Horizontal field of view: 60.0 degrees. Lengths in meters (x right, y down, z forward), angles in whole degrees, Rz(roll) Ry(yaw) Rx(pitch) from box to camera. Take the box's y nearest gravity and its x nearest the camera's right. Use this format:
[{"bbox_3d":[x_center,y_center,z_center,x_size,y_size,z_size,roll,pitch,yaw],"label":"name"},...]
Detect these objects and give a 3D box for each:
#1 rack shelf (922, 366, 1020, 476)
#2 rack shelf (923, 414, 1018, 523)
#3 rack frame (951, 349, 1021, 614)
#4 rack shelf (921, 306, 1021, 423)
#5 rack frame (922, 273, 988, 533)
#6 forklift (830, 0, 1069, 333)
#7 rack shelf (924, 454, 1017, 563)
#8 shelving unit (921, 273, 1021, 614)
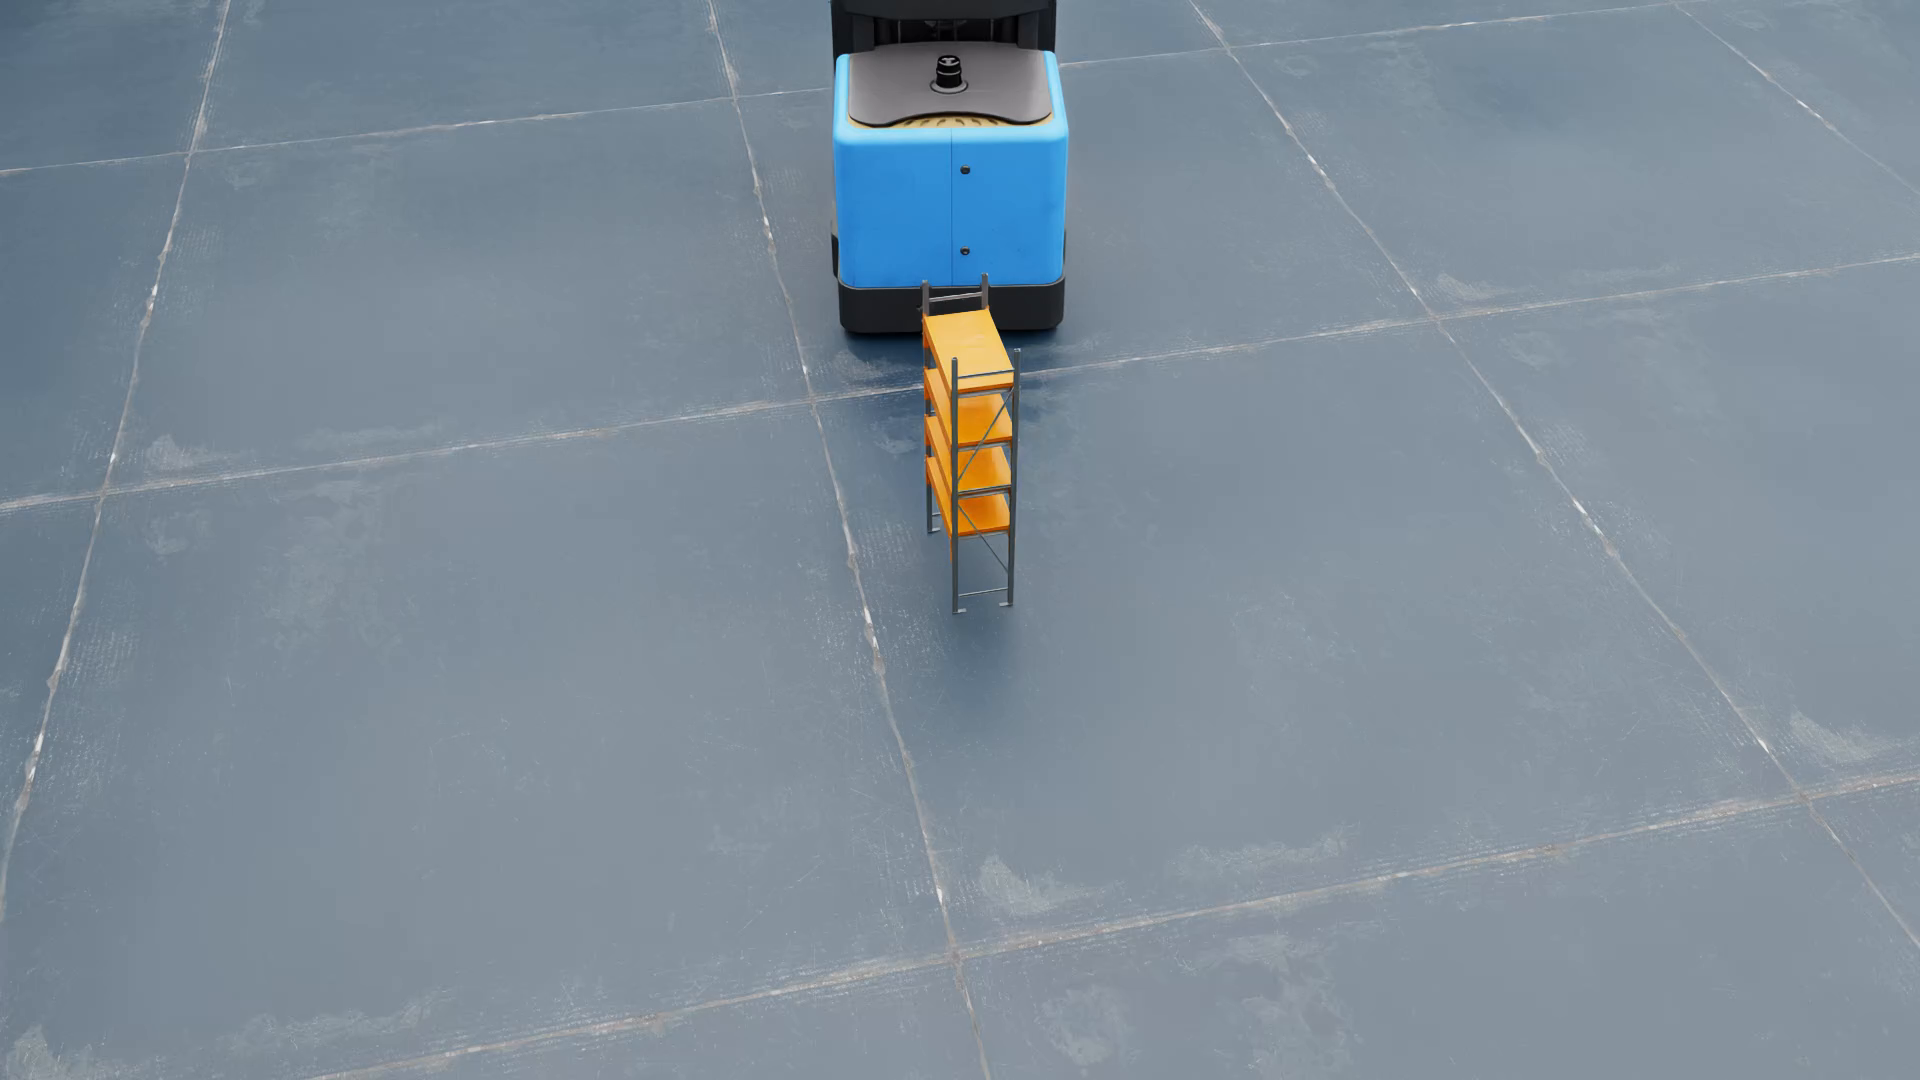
[{"bbox_3d":[0.036,-0.458,6.127,0.258,0.148,0.480,-8,42,-9],"label":"rack shelf"},{"bbox_3d":[0.036,-0.291,6.275,0.258,0.148,0.480,-8,42,-9],"label":"rack shelf"},{"bbox_3d":[0.088,-0.183,6.053,0.240,1.200,0.015,-8,42,-9],"label":"rack frame"},{"bbox_3d":[0.036,-0.635,5.970,0.258,0.148,0.480,-8,42,-9],"label":"rack shelf"},{"bbox_3d":[-0.017,-0.500,6.409,0.240,1.200,0.015,-8,42,-9],"label":"rack frame"},{"bbox_3d":[-0.088,-3.019,7.943,1.130,2.935,3.031,-1,42,-2],"label":"forklift"},{"bbox_3d":[0.036,-0.143,6.407,0.258,0.148,0.480,-8,42,-9],"label":"rack shelf"},{"bbox_3d":[0.036,-0.341,6.231,0.258,1.200,0.503,-8,42,-9],"label":"shelving unit"}]
